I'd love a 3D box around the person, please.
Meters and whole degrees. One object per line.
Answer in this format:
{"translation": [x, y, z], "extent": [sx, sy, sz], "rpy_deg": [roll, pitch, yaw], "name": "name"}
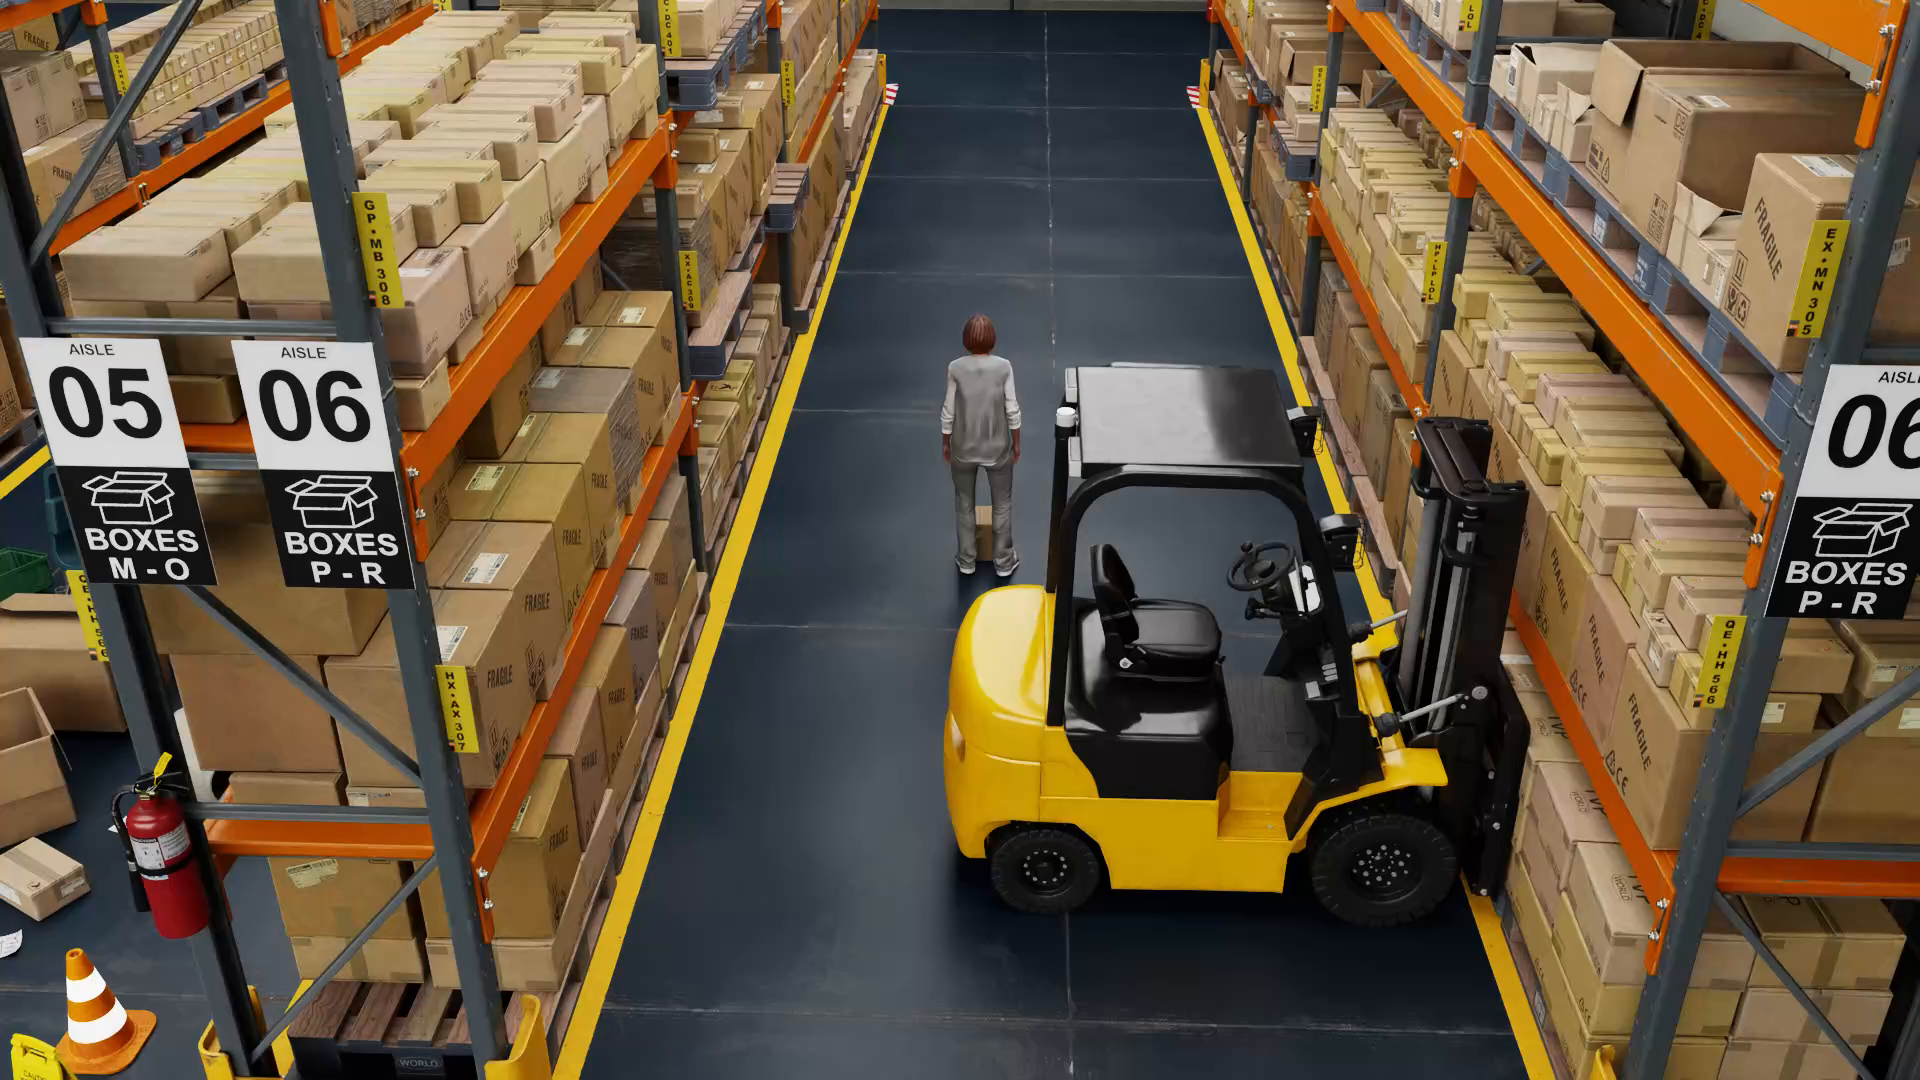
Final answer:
{"translation": [0.122, -0.524, 9.605], "extent": [0.463, 1.593, 0.364], "rpy_deg": [1, 28, 2], "name": "person"}
